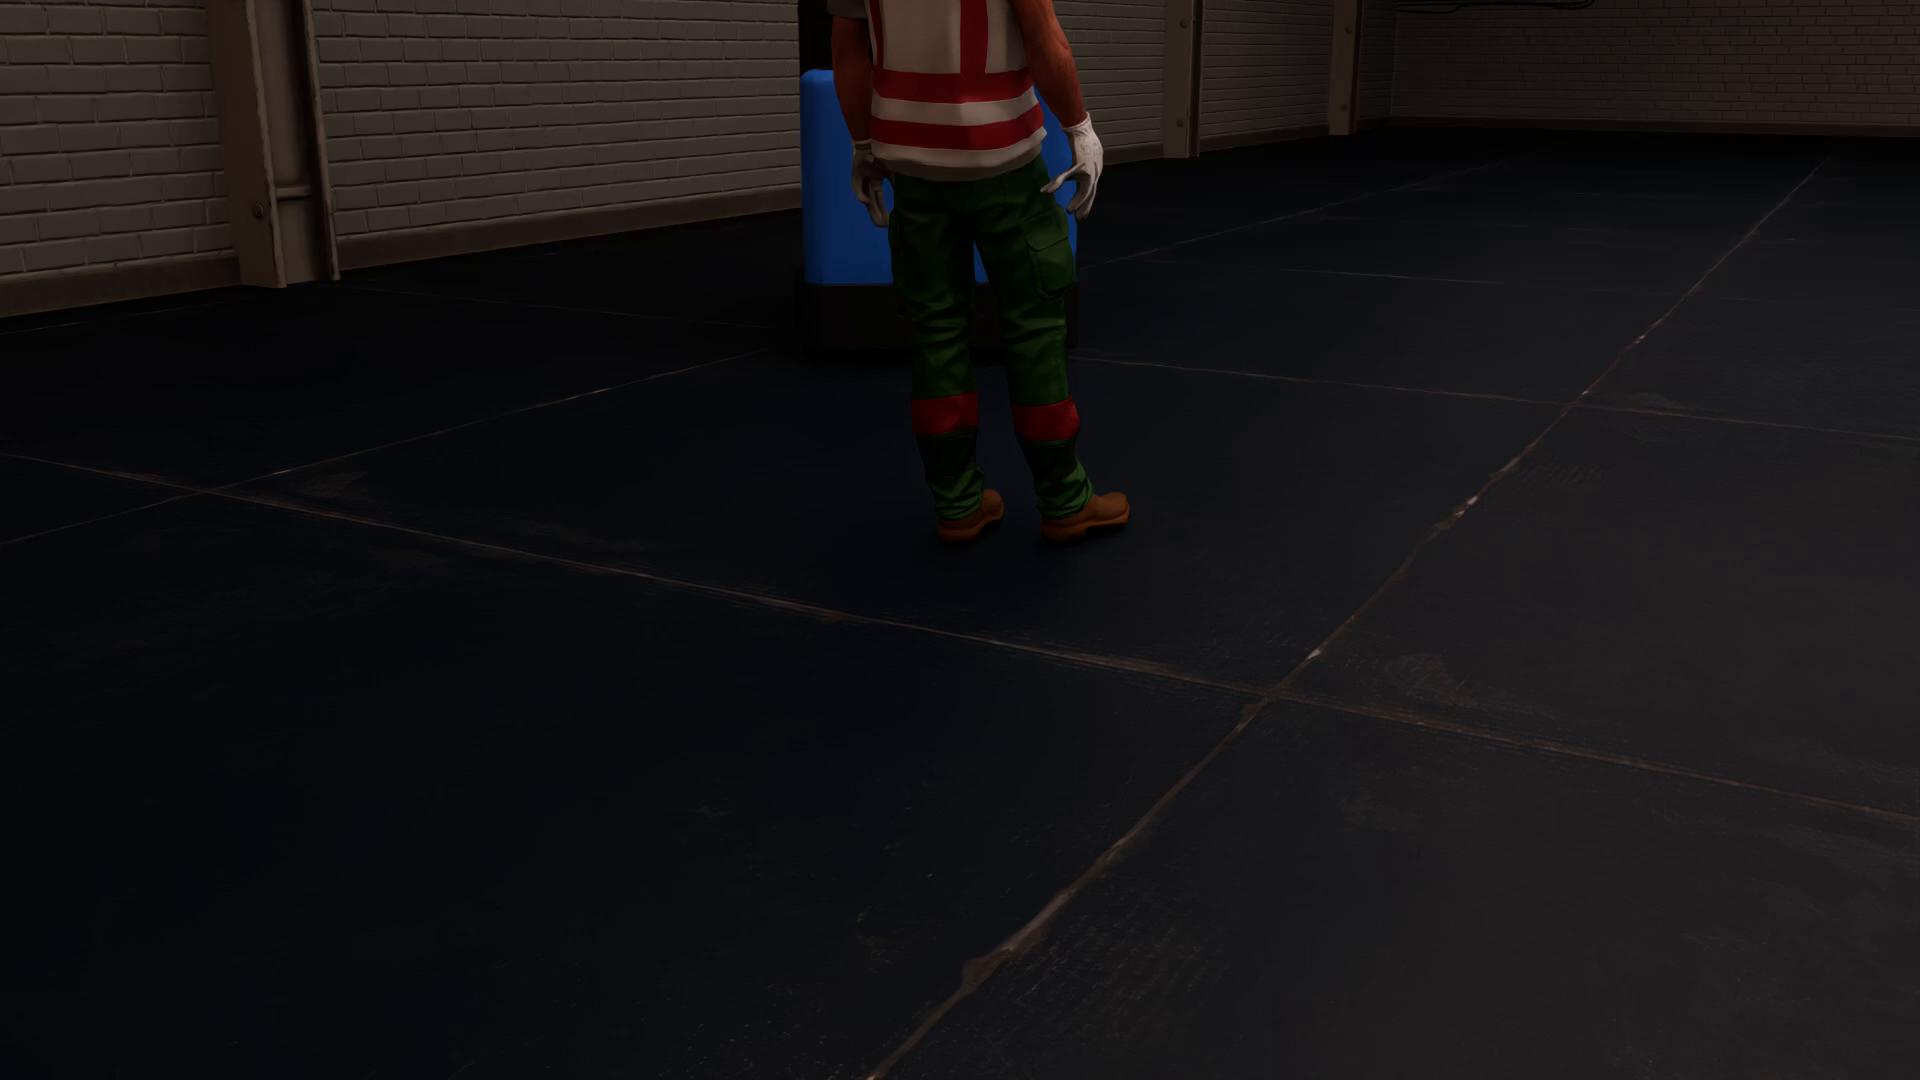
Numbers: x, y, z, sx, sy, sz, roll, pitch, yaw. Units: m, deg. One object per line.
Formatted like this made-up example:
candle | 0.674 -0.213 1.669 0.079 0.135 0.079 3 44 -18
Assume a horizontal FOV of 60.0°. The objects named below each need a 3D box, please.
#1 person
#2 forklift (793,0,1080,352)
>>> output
person | 0.050 -0.884 3.847 0.637 1.790 0.562 9 19 28
forklift | -0.161 -2.480 7.275 1.130 2.935 3.031 -1 16 -3
